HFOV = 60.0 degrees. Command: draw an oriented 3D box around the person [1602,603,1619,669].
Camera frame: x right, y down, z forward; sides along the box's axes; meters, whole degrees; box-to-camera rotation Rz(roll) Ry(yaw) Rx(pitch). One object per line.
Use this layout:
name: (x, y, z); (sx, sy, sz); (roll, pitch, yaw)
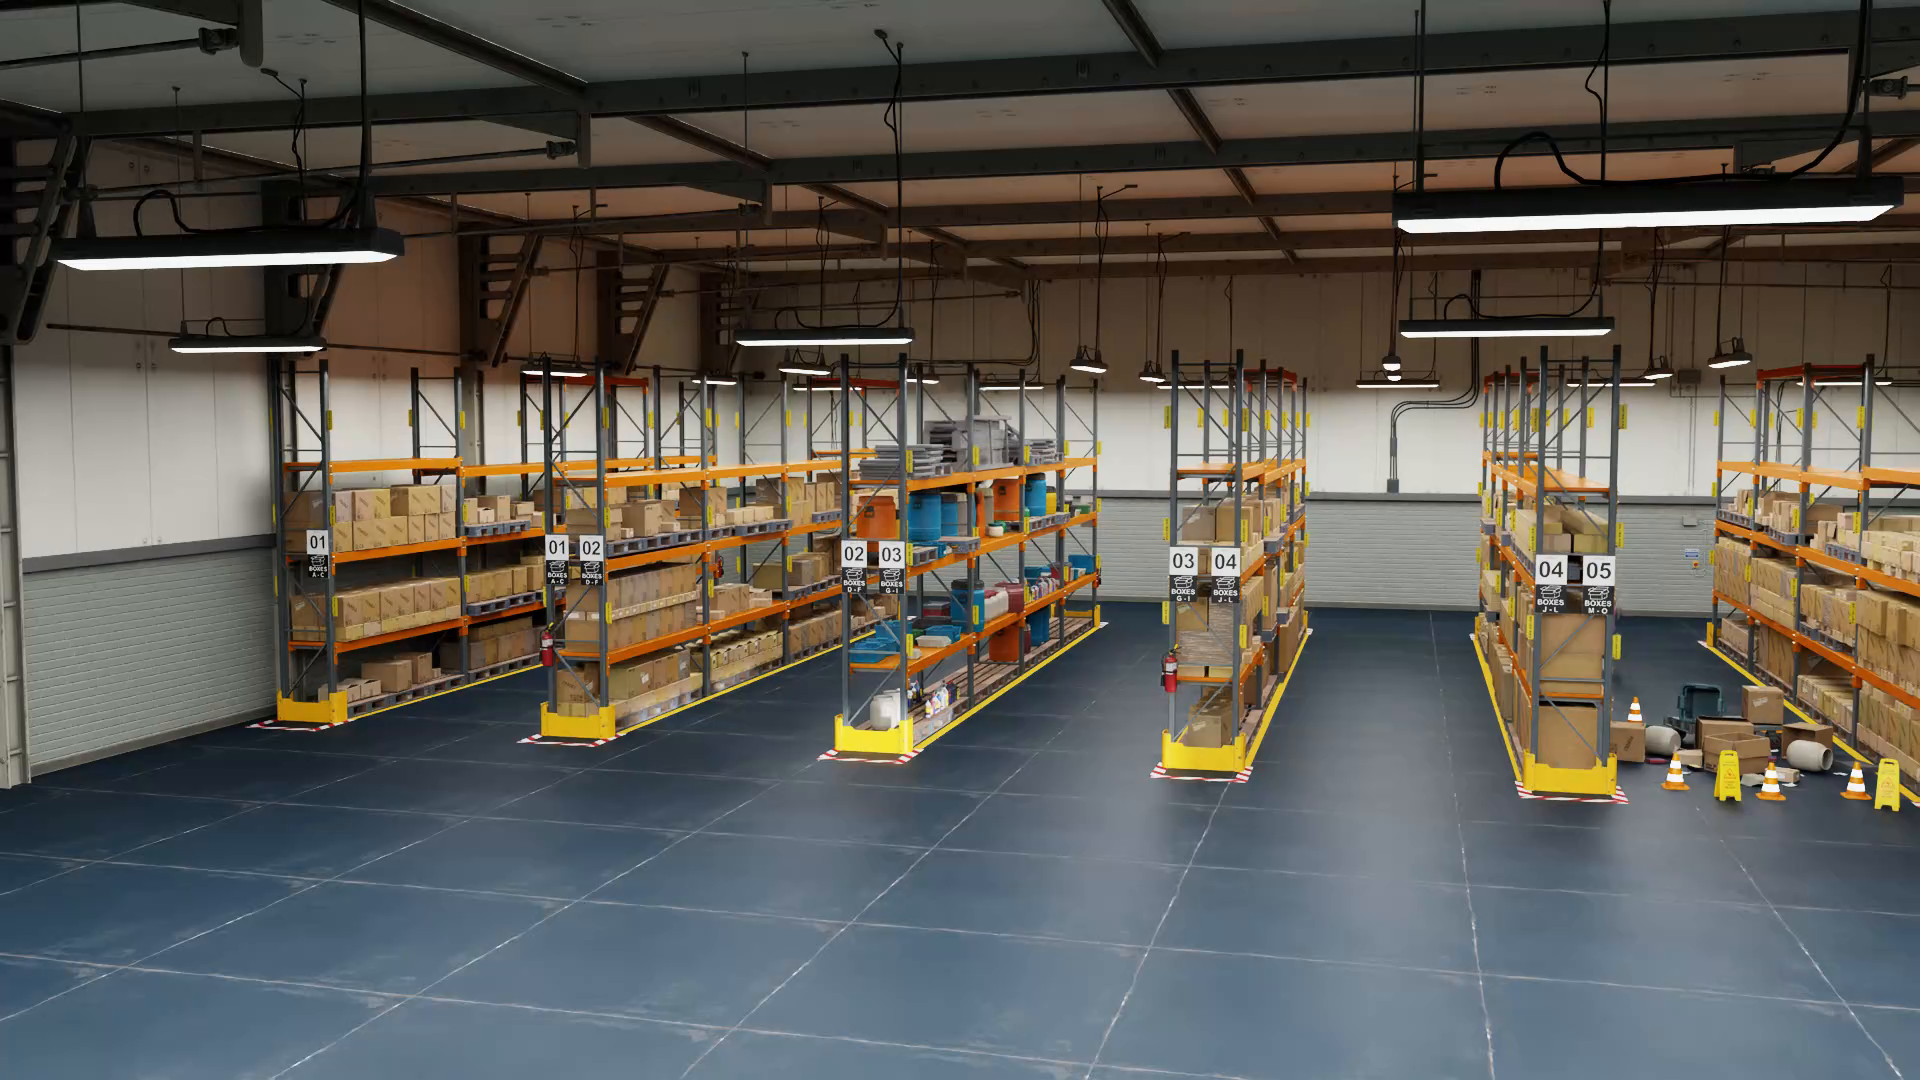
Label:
person: (12.854, 1.822, 33.084); (0.505, 1.622, 0.686); (1, 4, 10)

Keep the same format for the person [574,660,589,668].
person: (-7.143, 1.851, 31.679); (0.733, 1.812, 1.025); (1, 4, 8)
